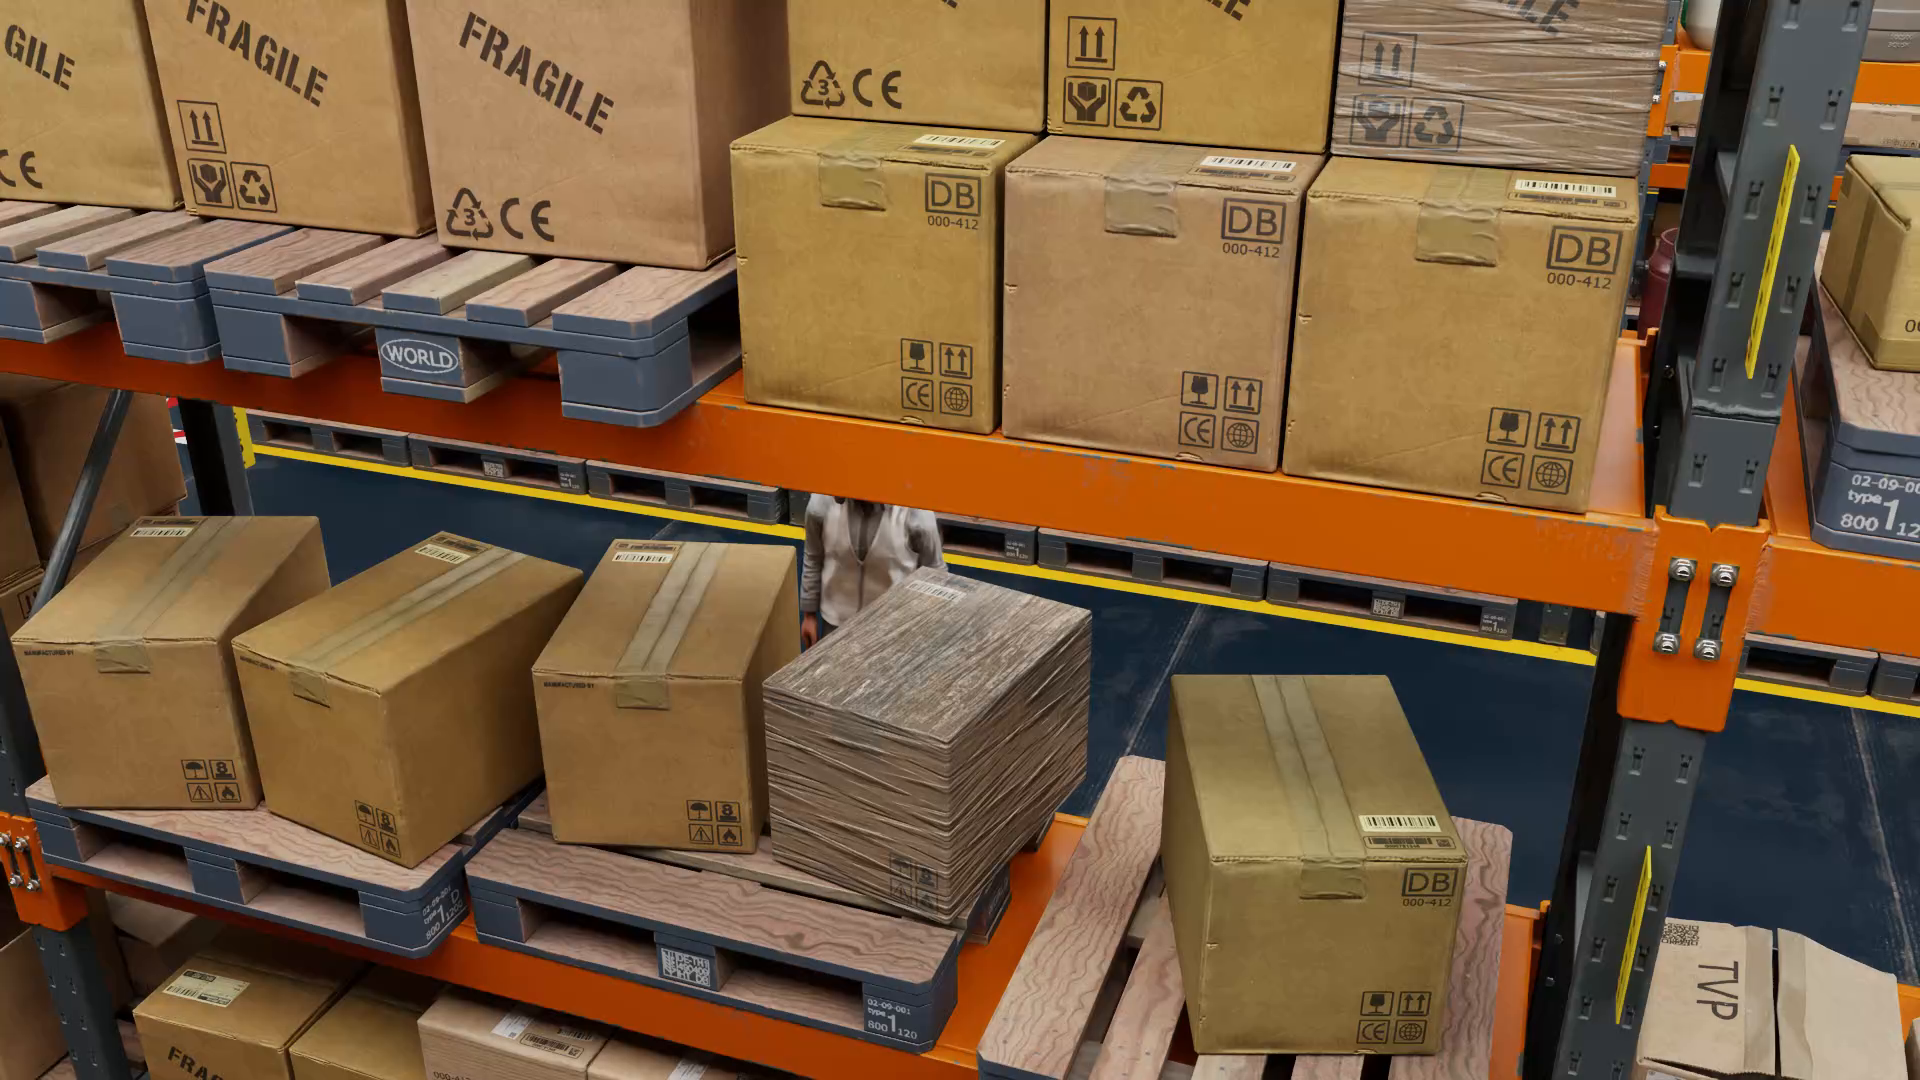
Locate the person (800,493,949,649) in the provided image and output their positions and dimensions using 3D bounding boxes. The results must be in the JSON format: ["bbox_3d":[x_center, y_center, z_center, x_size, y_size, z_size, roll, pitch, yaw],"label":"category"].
[{"bbox_3d":[-0.338,0.326,6.401,0.579,1.769,0.466,8,27,15],"label":"person"}]
